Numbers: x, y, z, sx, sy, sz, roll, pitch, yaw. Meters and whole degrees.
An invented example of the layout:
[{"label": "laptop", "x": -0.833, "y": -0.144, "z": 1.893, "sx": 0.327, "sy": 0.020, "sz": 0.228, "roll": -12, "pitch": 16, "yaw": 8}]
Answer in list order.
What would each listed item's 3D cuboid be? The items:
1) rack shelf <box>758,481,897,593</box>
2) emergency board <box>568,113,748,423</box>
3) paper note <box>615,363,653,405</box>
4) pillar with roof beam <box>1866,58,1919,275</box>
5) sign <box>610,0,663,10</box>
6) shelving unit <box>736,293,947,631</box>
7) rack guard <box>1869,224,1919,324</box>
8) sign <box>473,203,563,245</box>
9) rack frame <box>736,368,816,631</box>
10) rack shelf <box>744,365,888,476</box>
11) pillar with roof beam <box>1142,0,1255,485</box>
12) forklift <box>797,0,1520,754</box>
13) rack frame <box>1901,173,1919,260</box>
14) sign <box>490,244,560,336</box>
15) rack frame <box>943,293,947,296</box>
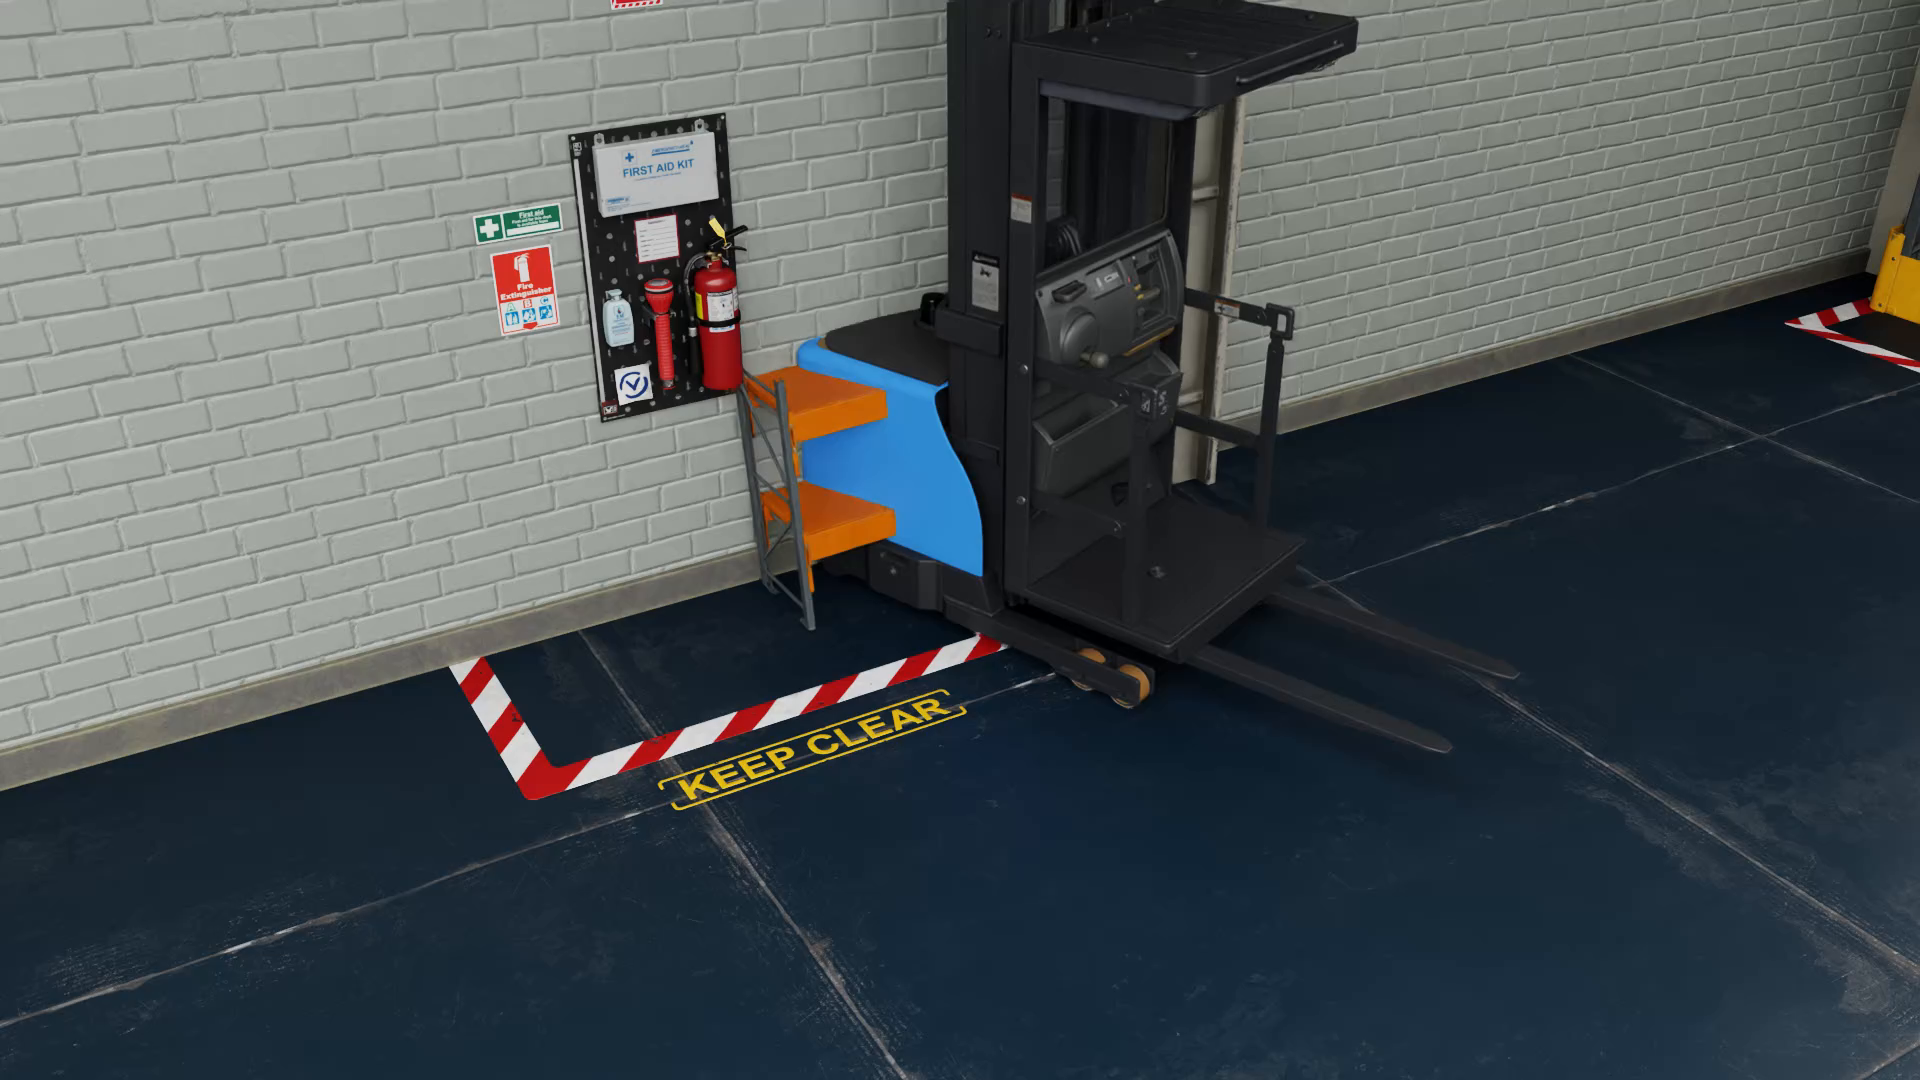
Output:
[{"label": "rack shelf", "x": -0.324, "y": -0.135, "z": 7.279, "sx": 1.000, "sy": 0.278, "sz": 0.538, "roll": -18, "pitch": 30, "yaw": -24}, {"label": "emergency board", "x": -1.124, "y": -1.027, "z": 6.507, "sx": 0.643, "sy": 1.169, "sz": 0.194, "roll": -16, "pitch": 33, "yaw": -26}, {"label": "paper note", "x": -1.312, "y": -0.627, "z": 6.693, "sx": 0.142, "sy": 0.148, "sz": 0.016, "roll": -16, "pitch": 33, "yaw": -26}, {"label": "pillar with roof beam", "x": 8.380, "y": -3.918, "z": 5.536, "sx": 0.400, "sy": 9.000, "sz": 9.100, "roll": -16, "pitch": 33, "yaw": -26}, {"label": "sign", "x": -1.182, "y": -2.082, "z": 6.018, "sx": 0.199, "sy": 0.298, "sz": 0.001, "roll": -16, "pitch": 33, "yaw": -26}, {"label": "shelving unit", "x": -0.341, "y": -0.352, "z": 7.167, "sx": 1.048, "sy": 1.125, "sz": 0.538, "roll": -18, "pitch": 30, "yaw": -24}, {"label": "rack guard", "x": 6.099, "y": -1.477, "z": 9.910, "sx": 0.348, "sy": 0.500, "sz": 1.175, "roll": -16, "pitch": 33, "yaw": -26}, {"label": "sign", "x": -1.645, "y": -1.180, "z": 6.198, "sx": 0.331, "sy": 0.109, "sz": 0.001, "roll": -16, "pitch": 33, "yaw": -26}, {"label": "rack frame", "x": -0.783, "y": -0.210, "z": 6.959, "sx": 0.032, "sy": 1.125, "sz": 0.500, "roll": -18, "pitch": 30, "yaw": -24}, {"label": "rack shelf", "x": -0.361, "y": -0.612, "z": 7.033, "sx": 1.000, "sy": 0.278, "sz": 0.538, "roll": -18, "pitch": 30, "yaw": -24}, {"label": "pillar with roof beam", "x": 3.207, "y": -2.449, "z": 2.875, "sx": 0.400, "sy": 9.000, "sz": 9.100, "roll": -16, "pitch": 33, "yaw": -26}, {"label": "forklift", "x": 0.758, "y": -0.913, "z": 6.370, "sx": 3.031, "sy": 2.935, "sz": 1.130, "roll": 21, "pitch": 35, "yaw": 33}, {"label": "rack frame", "x": 6.033, "y": -2.553, "z": 9.272, "sx": 0.127, "sy": 3.000, "sz": 1.000, "roll": -16, "pitch": 33, "yaw": -26}, {"label": "sign", "x": -1.653, "y": -0.950, "z": 6.331, "sx": 0.234, "sy": 0.329, "sz": 0.001, "roll": -16, "pitch": 33, "yaw": -26}, {"label": "rack frame", "x": 0.100, "y": -0.494, "z": 7.375, "sx": 0.032, "sy": 1.125, "sz": 0.500, "roll": -18, "pitch": 30, "yaw": -24}]
